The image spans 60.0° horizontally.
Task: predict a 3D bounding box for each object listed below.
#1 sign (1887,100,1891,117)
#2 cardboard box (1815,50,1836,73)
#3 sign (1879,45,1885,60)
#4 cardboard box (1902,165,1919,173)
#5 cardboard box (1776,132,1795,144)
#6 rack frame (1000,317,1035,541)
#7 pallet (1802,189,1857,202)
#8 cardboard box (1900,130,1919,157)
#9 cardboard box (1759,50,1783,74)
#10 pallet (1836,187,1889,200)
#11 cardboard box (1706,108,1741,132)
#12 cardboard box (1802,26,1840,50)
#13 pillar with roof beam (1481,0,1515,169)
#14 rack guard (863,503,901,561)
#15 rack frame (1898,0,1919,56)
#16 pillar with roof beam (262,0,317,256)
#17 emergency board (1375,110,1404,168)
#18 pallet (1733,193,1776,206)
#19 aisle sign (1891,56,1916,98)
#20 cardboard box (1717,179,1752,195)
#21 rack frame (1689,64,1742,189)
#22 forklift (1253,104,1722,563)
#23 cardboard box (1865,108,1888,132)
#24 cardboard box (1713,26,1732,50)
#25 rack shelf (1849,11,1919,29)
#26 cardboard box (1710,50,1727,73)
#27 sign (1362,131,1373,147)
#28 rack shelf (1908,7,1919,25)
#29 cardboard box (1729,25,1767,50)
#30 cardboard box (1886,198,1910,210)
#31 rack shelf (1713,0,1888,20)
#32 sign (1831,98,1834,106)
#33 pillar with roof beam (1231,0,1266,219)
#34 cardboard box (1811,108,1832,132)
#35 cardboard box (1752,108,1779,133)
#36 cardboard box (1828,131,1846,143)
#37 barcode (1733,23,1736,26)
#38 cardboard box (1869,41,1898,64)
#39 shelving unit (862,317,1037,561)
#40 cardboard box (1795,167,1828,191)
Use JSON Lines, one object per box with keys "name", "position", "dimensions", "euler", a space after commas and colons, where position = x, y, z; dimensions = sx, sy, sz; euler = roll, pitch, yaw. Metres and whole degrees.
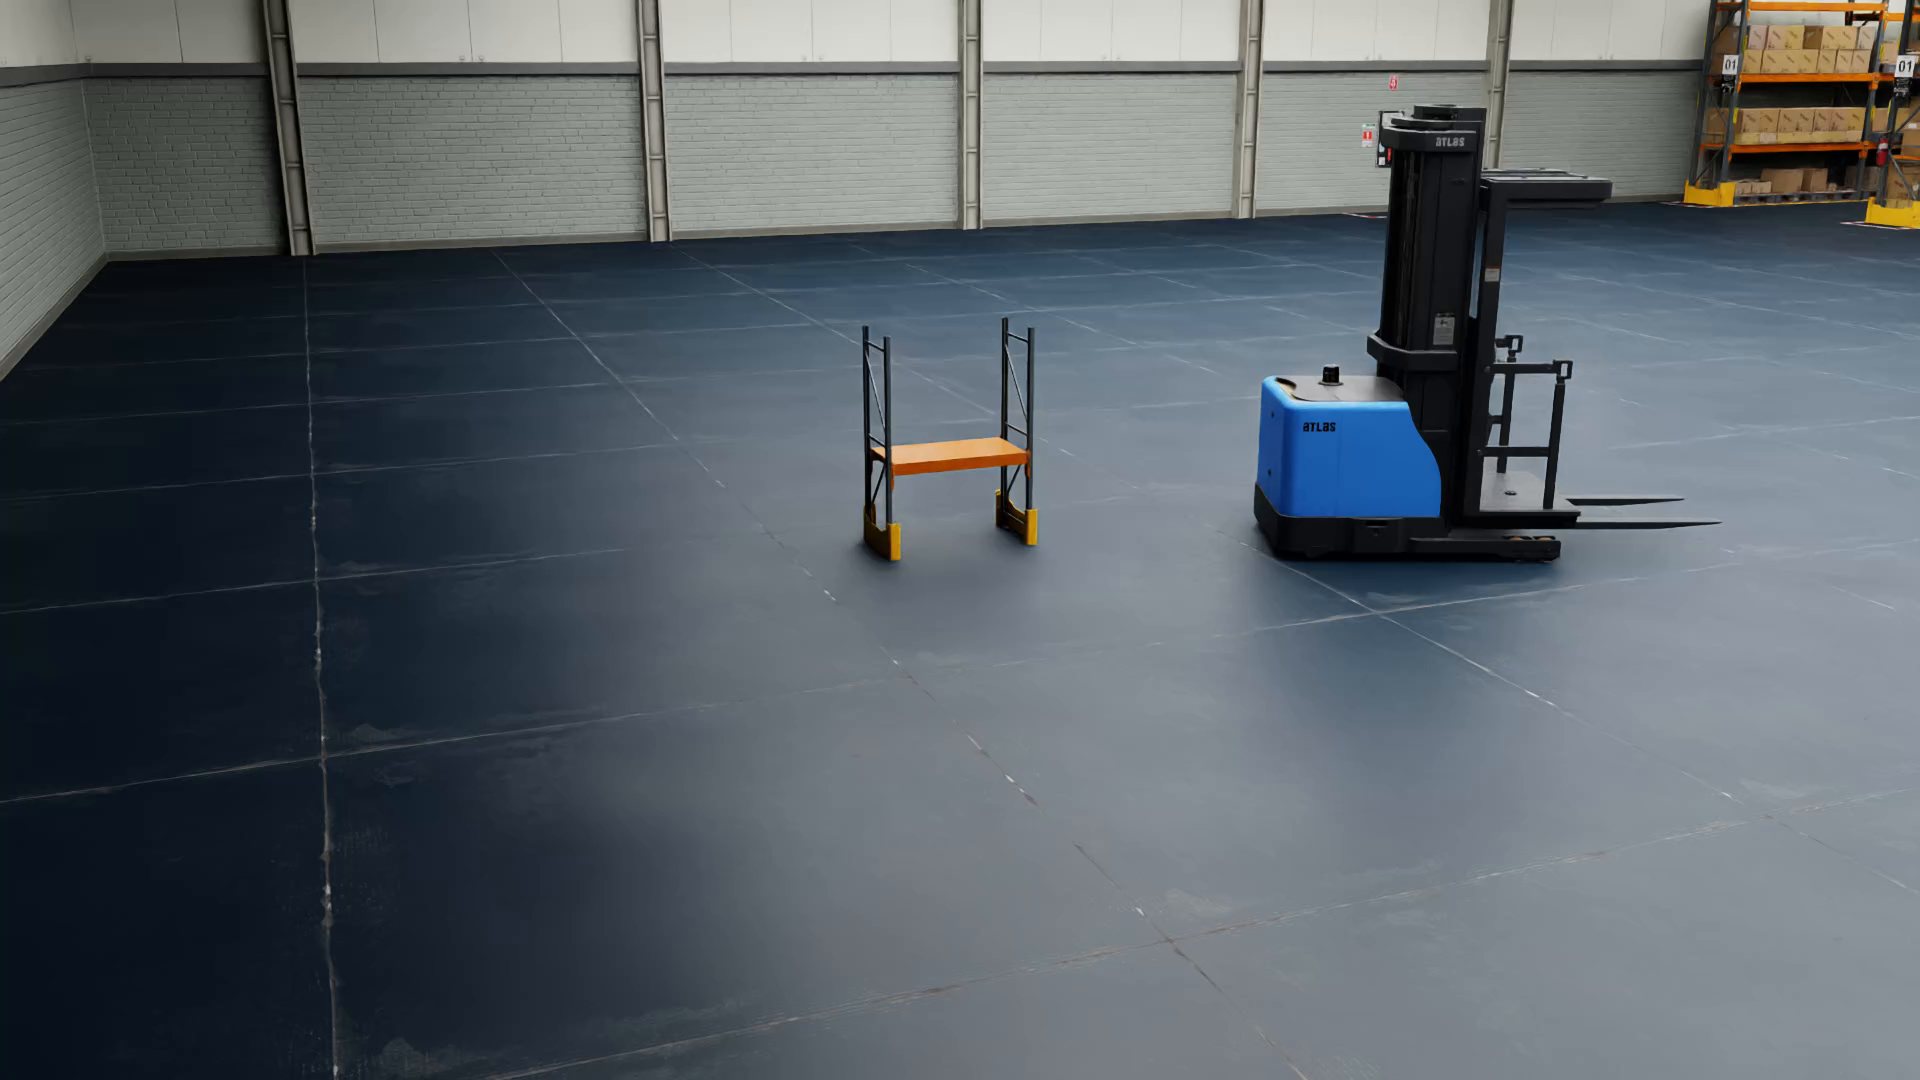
{"name": "sign", "position": [18.255, -8.464, 32.620], "dimensions": [0.005, 0.325, 0.100], "euler": [-6, 17, -20]}
{"name": "cardboard box", "position": [19.032, -10.624, 36.915], "dimensions": [0.500, 0.500, 0.500], "euler": [-7, 18, -22]}
{"name": "sign", "position": [20.597, -10.902, 37.157], "dimensions": [0.005, 0.325, 0.100], "euler": [-6, 17, -20]}
{"name": "cardboard box", "position": [22.033, -8.553, 39.055], "dimensions": [0.500, 0.500, 0.700], "euler": [-6, 17, -19]}
{"name": "cardboard box", "position": [18.187, -8.962, 37.025], "dimensions": [0.500, 0.250, 0.500], "euler": [-6, 18, -21]}
{"name": "rack frame", "position": [0.395, -0.762, 11.532], "dimensions": [0.032, 1.500, 0.500], "euler": [-6, 17, -20]}
{"name": "pallet", "position": [19.781, -7.941, 38.267], "dimensions": [1.213, 0.211, 1.003], "euler": [-6, 17, -20]}
{"name": "cardboard box", "position": [18.877, -7.742, 32.460], "dimensions": [0.500, 0.500, 0.700], "euler": [-6, 17, -20]}
{"name": "cardboard box", "position": [17.577, -10.463, 36.366], "dimensions": [0.500, 0.500, 0.500], "euler": [-5, 17, -16]}
{"name": "pallet", "position": [21.122, -8.097, 38.798], "dimensions": [1.213, 0.211, 1.003], "euler": [-6, 17, -20]}
{"name": "cardboard box", "position": [17.025, -9.354, 37.028], "dimensions": [0.500, 0.500, 0.500], "euler": [-6, 18, -21]}
{"name": "cardboard box", "position": [19.033, -11.098, 36.754], "dimensions": [0.500, 0.500, 0.500], "euler": [-7, 18, -22]}
{"name": "pillar with roof beam", "position": [12.942, -10.392, 31.016], "dimensions": [0.400, 9.000, 9.100], "euler": [-6, 17, -20]}
{"name": "rack guard", "position": [-0.536, -0.062, 11.366], "dimensions": [0.087, 0.250, 0.587], "euler": [-6, 17, -20]}
{"name": "rack frame", "position": [18.437, -10.529, 31.480], "dimensions": [0.127, 3.000, 1.000], "euler": [-6, 17, -20]}
{"name": "pillar with roof beam", "position": [-9.468, -7.972, 22.776], "dimensions": [0.400, 9.000, 9.100], "euler": [-6, 17, -20]}
{"name": "emergency board", "position": [9.081, -8.407, 34.904], "dimensions": [0.643, 1.169, 0.194], "euler": [-6, 17, -20]}
{"name": "pallet", "position": [17.503, -7.695, 37.429], "dimensions": [1.213, 0.211, 1.003], "euler": [-6, 17, -20]}
{"name": "aisle sign", "position": [18.270, -8.968, 32.200], "dimensions": [0.004, 0.787, 0.394], "euler": [-6, 17, -20]}
{"name": "cardboard box", "position": [17.339, -7.920, 37.237], "dimensions": [0.500, 0.311, 0.500], "euler": [-8, 18, -26]}
{"name": "rack frame", "position": [16.661, -8.953, 36.763], "dimensions": [0.127, 3.000, 1.000], "euler": [-6, 17, -20]}
{"name": "forklift", "position": [3.631, -1.406, 11.186], "dimensions": [3.031, 2.935, 1.130], "euler": [0, 16, 0]}
{"name": "cardboard box", "position": [20.883, -9.658, 38.204], "dimensions": [0.500, 0.500, 0.700], "euler": [-6, 17, -20]}
{"name": "cardboard box", "position": [16.970, -11.042, 36.565], "dimensions": [0.500, 0.500, 0.500], "euler": [-5, 17, -18]}
{"name": "rack shelf", "position": [22.263, -11.899, 38.135], "dimensions": [4.000, 0.370, 1.077], "euler": [-6, 17, -20]}
{"name": "cardboard box", "position": [16.960, -10.559, 36.693], "dimensions": [0.500, 0.500, 0.500], "euler": [-5, 17, -16]}
{"name": "sign", "position": [8.528, -8.396, 34.801], "dimensions": [0.234, 0.329, 0.001], "euler": [-6, 17, -20]}
{"name": "rack shelf", "position": [20.304, -10.193, 32.325], "dimensions": [4.000, 0.370, 1.077], "euler": [-6, 17, -20]}
{"name": "cardboard box", "position": [17.107, -10.905, 36.097], "dimensions": [0.500, 0.500, 0.500], "euler": [-8, 18, -24]}
{"name": "cardboard box", "position": [18.832, -6.664, 33.103], "dimensions": [0.500, 0.250, 0.500], "euler": [-6, 17, -20]}
{"name": "rack shelf", "position": [18.528, -11.686, 36.706], "dimensions": [4.000, 0.370, 1.077], "euler": [-6, 17, -20]}
{"name": "sign", "position": [20.194, -10.058, 38.469], "dimensions": [0.005, 0.325, 0.100], "euler": [-6, 17, -20]}
{"name": "pillar with roof beam", "position": [7.340, -9.787, 28.956], "dimensions": [0.400, 9.000, 9.100], "euler": [-6, 17, -20]}
{"name": "cardboard box", "position": [19.127, -9.425, 37.270], "dimensions": [0.500, 0.500, 0.500], "euler": [-7, 18, -22]}
{"name": "cardboard box", "position": [17.679, -9.267, 36.731], "dimensions": [0.500, 0.500, 0.500], "euler": [-6, 17, -20]}
{"name": "cardboard box", "position": [19.594, -9.118, 37.557], "dimensions": [0.500, 0.250, 0.500], "euler": [-6, 17, -20]}
{"name": "barcode", "position": [17.145, -11.411, 36.792], "dimensions": [0.075, 0.075, 0.001], "euler": [-6, 17, -20]}
{"name": "cardboard box", "position": [20.935, -11.079, 37.756], "dimensions": [0.500, 0.500, 0.500], "euler": [-4, 17, -12]}
{"name": "shelving unit", "position": [-0.071, -0.712, 11.361], "dimensions": [1.083, 1.500, 0.587], "euler": [-6, 17, -20]}
{"name": "cardboard box", "position": [19.441, -8.253, 38.034], "dimensions": [0.500, 0.500, 0.500], "euler": [-8, 18, -24]}
